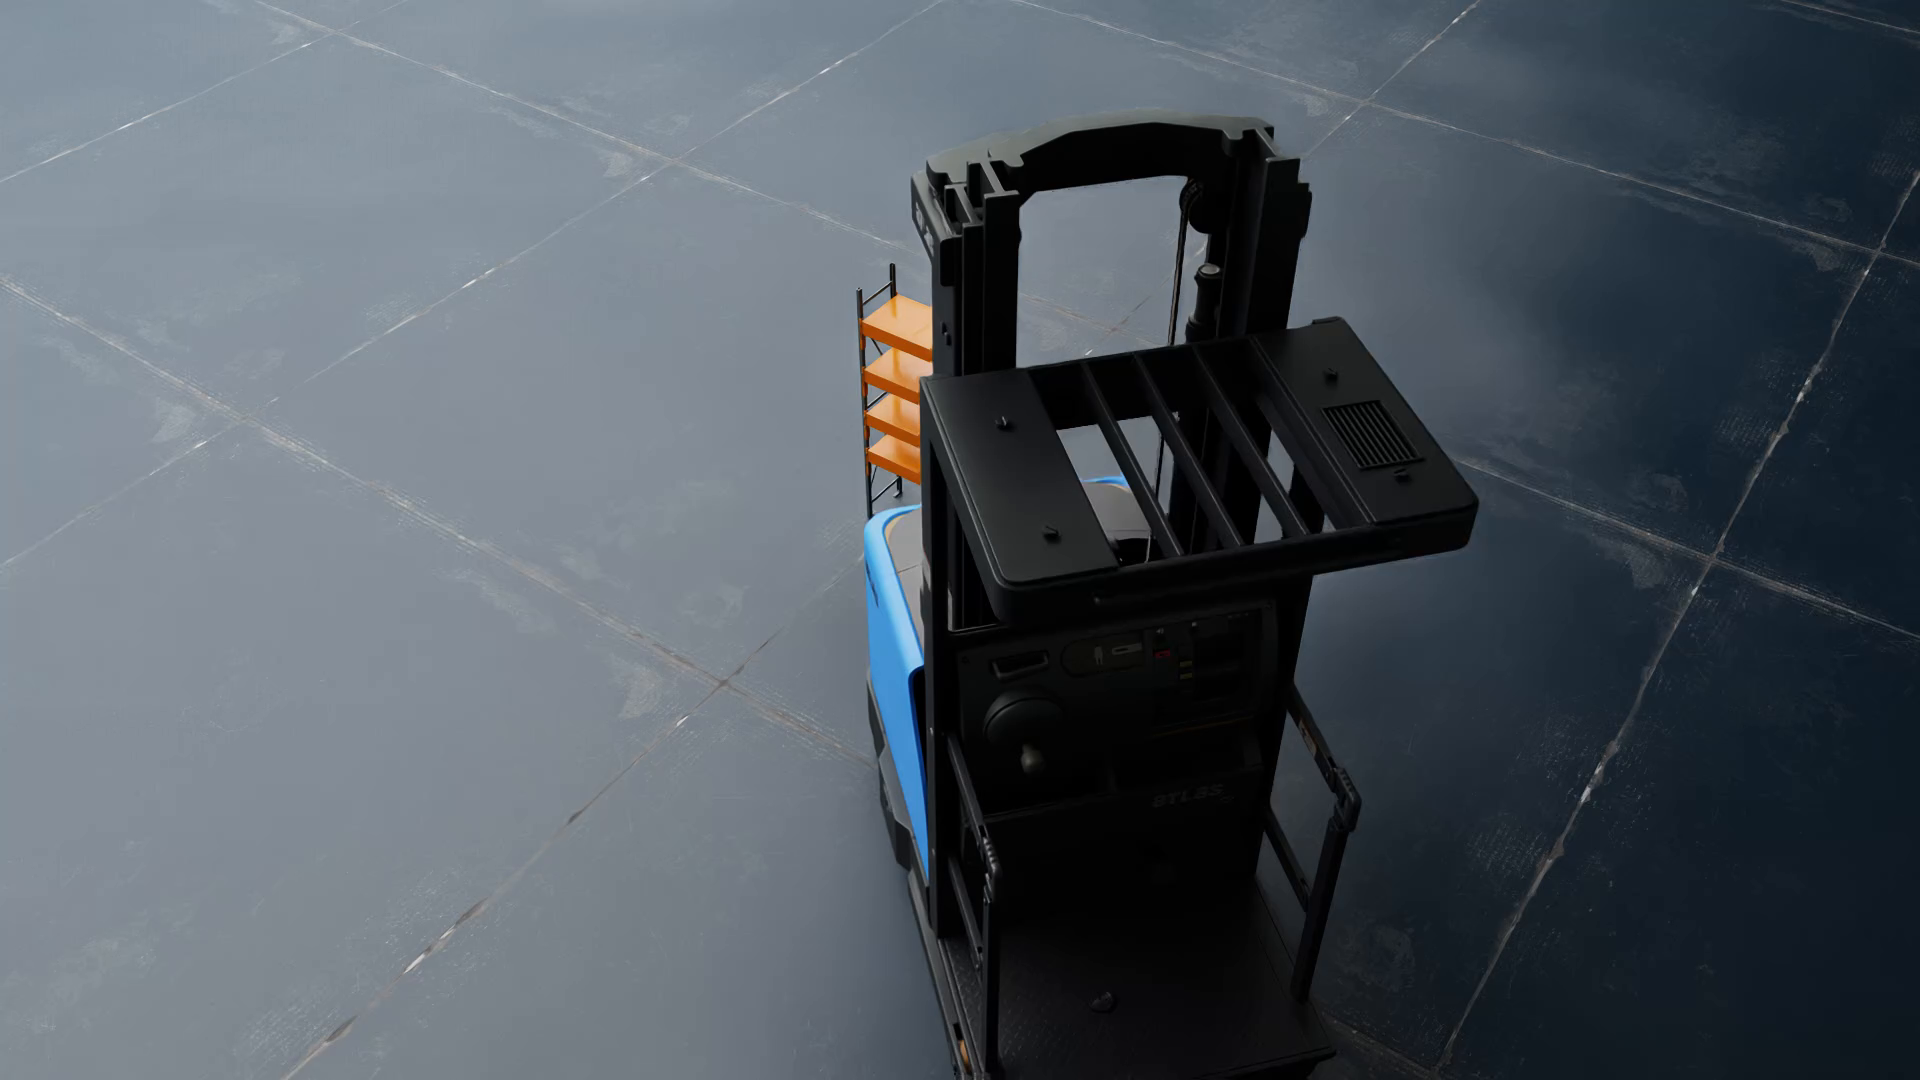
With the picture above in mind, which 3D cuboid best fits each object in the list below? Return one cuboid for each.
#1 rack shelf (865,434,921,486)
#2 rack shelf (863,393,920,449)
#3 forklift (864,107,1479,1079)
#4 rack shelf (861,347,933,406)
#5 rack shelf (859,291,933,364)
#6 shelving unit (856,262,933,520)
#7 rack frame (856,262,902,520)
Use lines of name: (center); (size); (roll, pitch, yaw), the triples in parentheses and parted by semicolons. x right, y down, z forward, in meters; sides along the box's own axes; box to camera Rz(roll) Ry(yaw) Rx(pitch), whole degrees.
rack shelf: (-0.136, -0.312, 7.098); (0.480, 0.148, 0.258); (25, 48, 25)
rack shelf: (-0.136, -0.460, 6.966); (0.480, 0.148, 0.258); (25, 48, 25)
forklift: (0.501, 0.488, 4.506); (1.130, 2.935, 3.031); (-9, 43, -10)
rack shelf: (-0.136, -0.627, 6.816); (0.480, 0.148, 0.258); (25, 48, 25)
rack shelf: (-0.136, -0.803, 6.659); (0.480, 0.148, 0.258); (25, 48, 25)
shelving unit: (-0.136, -0.511, 6.921); (0.503, 1.200, 0.258); (25, 48, 25)
rack frame: (-0.335, -0.604, 7.025); (0.015, 1.200, 0.240); (25, 48, 25)
